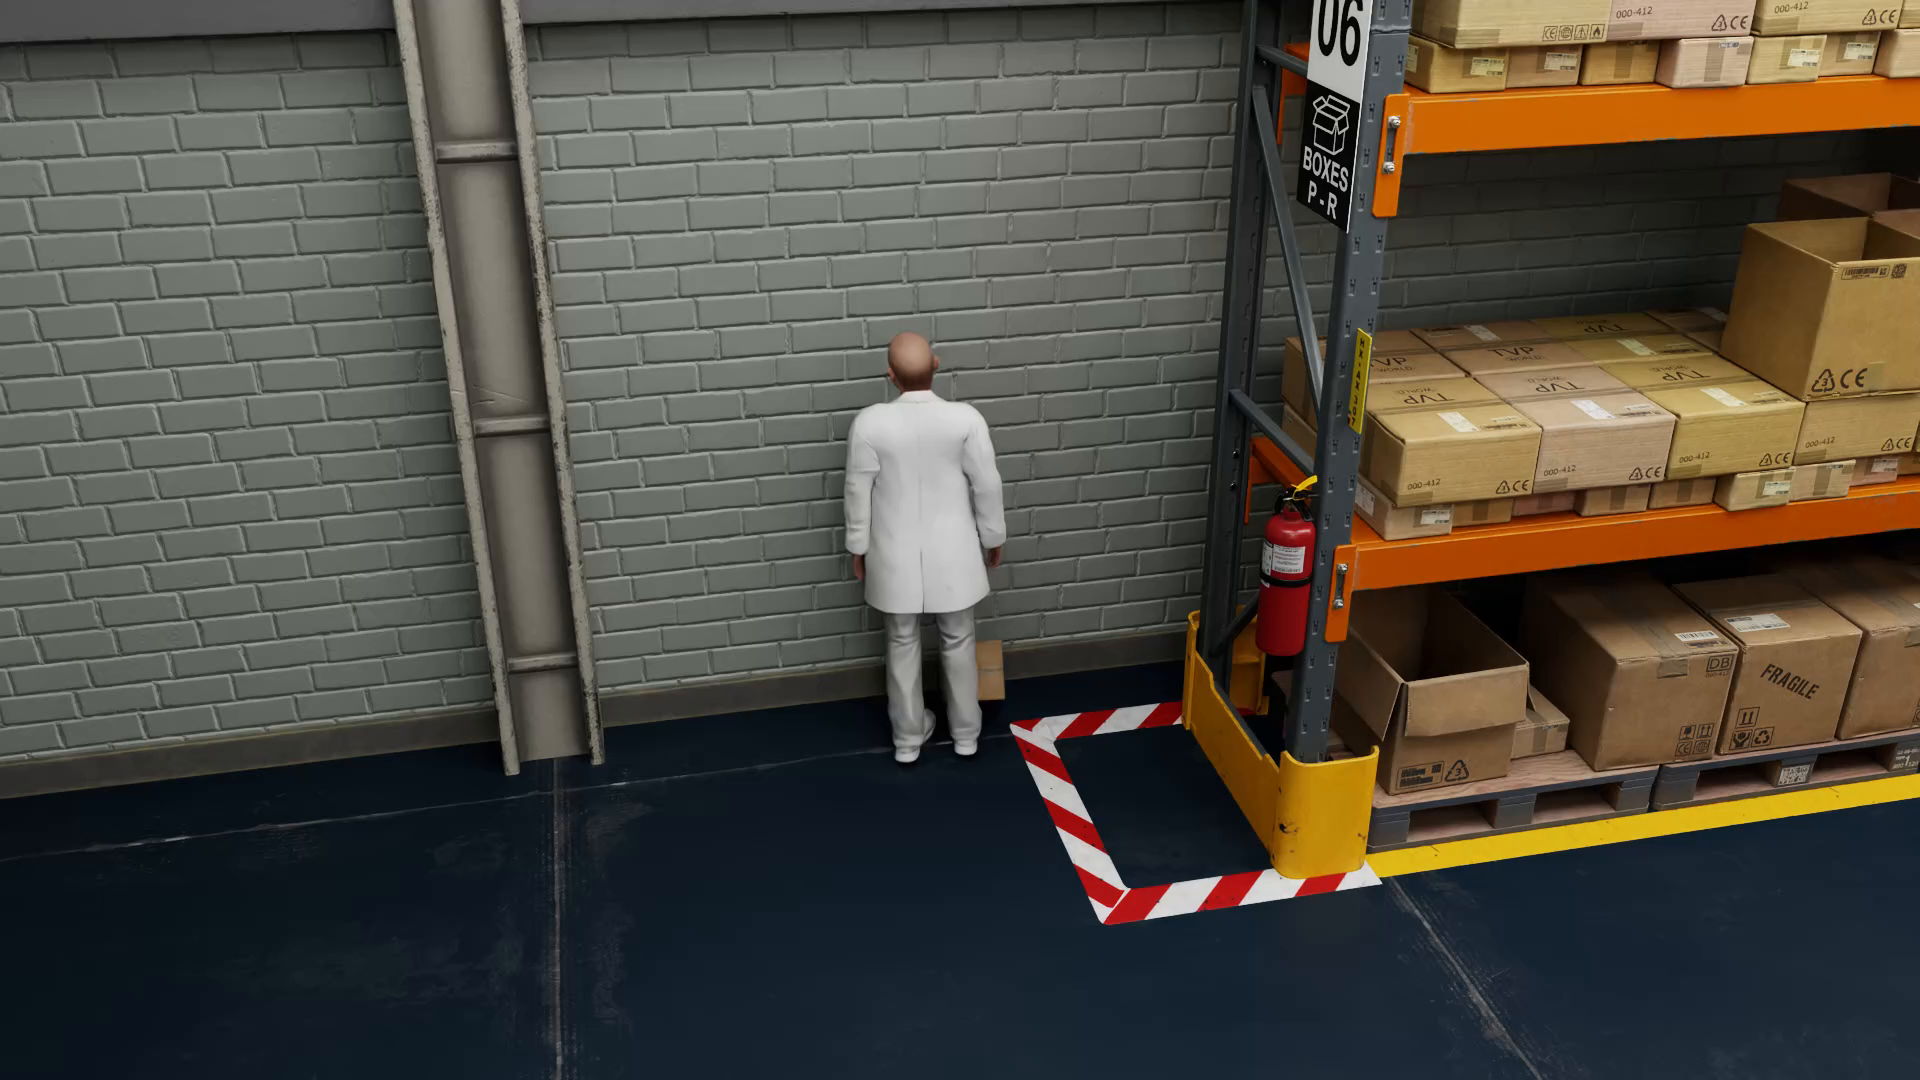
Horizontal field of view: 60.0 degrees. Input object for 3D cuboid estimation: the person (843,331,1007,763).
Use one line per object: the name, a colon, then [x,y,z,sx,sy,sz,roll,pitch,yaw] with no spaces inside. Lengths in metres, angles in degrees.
person: [-0.134,0.031,6.534,0.635,1.786,0.423,0,26,0]
